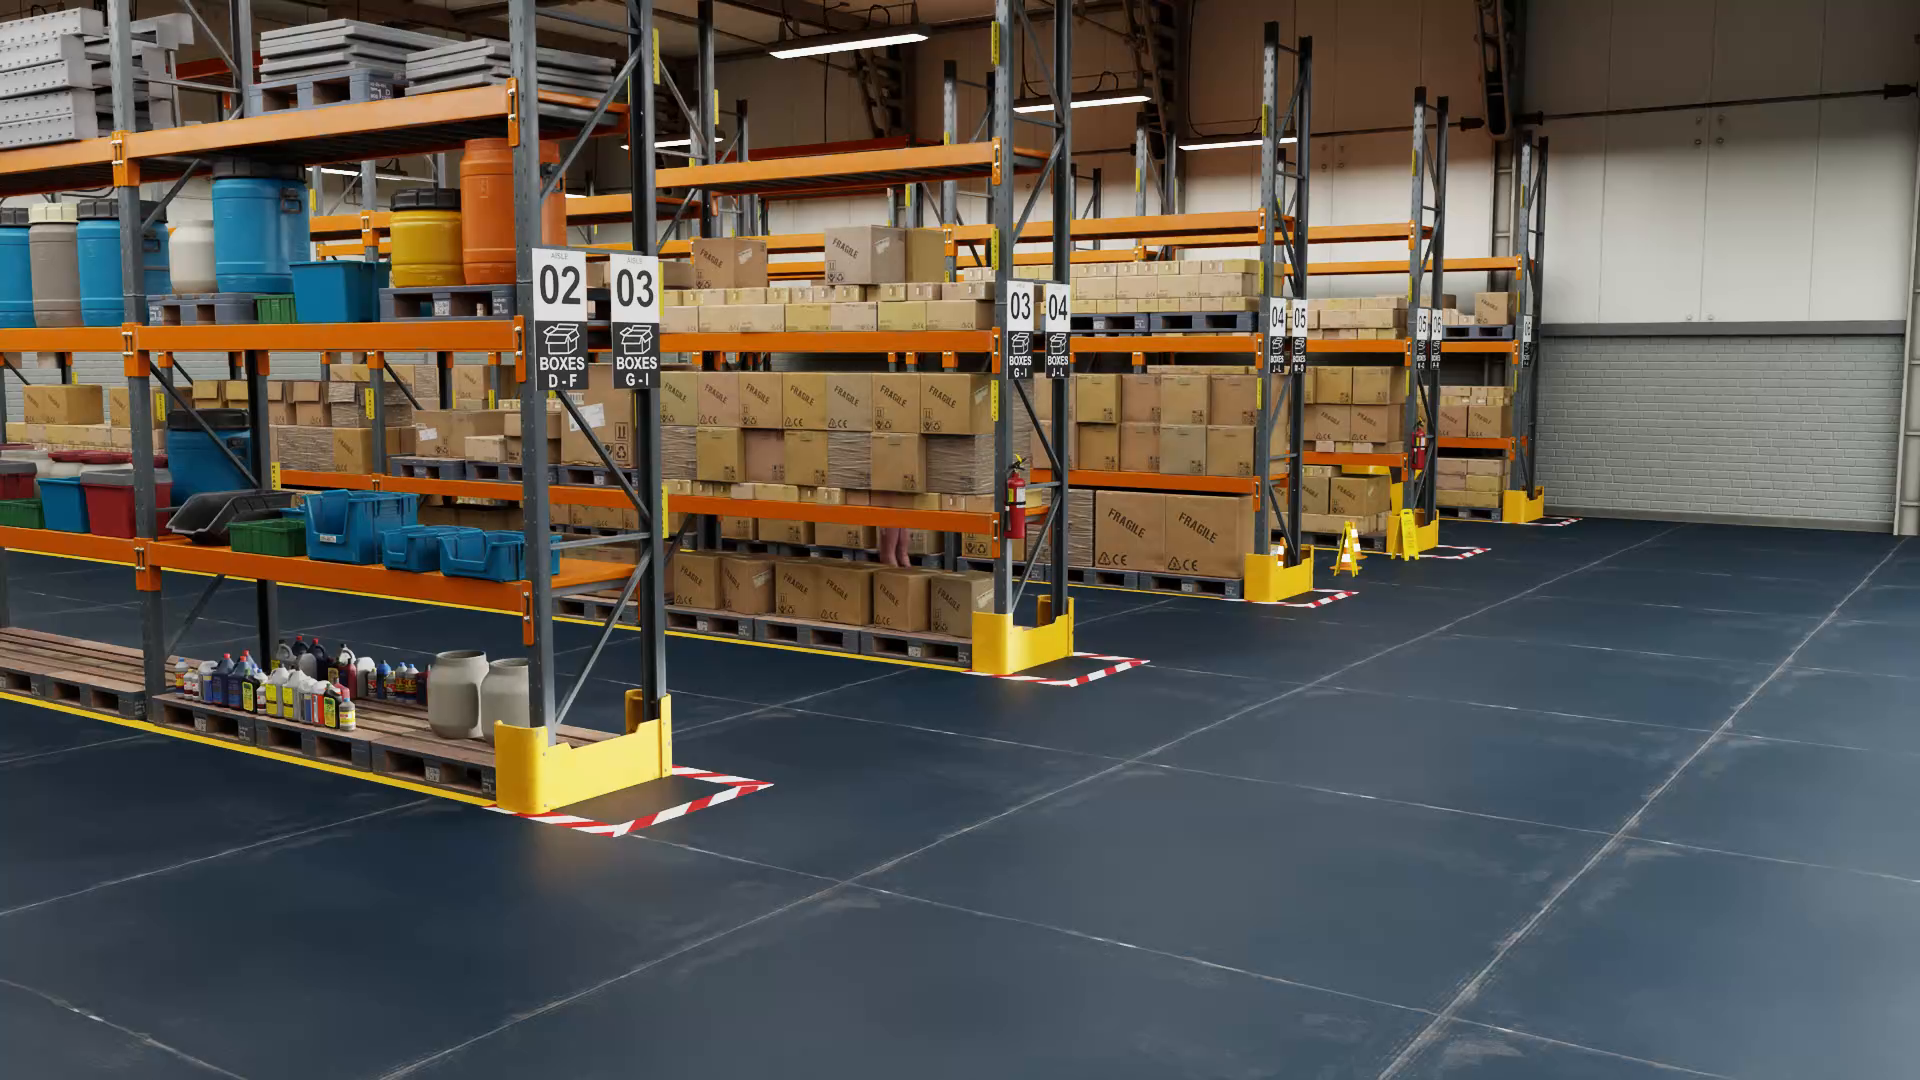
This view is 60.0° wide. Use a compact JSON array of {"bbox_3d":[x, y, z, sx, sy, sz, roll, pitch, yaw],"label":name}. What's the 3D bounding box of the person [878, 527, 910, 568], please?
[{"bbox_3d":[-0.692,-0.187,17.707,0.362,1.680,0.443,4,8,35],"label":"person"}]
